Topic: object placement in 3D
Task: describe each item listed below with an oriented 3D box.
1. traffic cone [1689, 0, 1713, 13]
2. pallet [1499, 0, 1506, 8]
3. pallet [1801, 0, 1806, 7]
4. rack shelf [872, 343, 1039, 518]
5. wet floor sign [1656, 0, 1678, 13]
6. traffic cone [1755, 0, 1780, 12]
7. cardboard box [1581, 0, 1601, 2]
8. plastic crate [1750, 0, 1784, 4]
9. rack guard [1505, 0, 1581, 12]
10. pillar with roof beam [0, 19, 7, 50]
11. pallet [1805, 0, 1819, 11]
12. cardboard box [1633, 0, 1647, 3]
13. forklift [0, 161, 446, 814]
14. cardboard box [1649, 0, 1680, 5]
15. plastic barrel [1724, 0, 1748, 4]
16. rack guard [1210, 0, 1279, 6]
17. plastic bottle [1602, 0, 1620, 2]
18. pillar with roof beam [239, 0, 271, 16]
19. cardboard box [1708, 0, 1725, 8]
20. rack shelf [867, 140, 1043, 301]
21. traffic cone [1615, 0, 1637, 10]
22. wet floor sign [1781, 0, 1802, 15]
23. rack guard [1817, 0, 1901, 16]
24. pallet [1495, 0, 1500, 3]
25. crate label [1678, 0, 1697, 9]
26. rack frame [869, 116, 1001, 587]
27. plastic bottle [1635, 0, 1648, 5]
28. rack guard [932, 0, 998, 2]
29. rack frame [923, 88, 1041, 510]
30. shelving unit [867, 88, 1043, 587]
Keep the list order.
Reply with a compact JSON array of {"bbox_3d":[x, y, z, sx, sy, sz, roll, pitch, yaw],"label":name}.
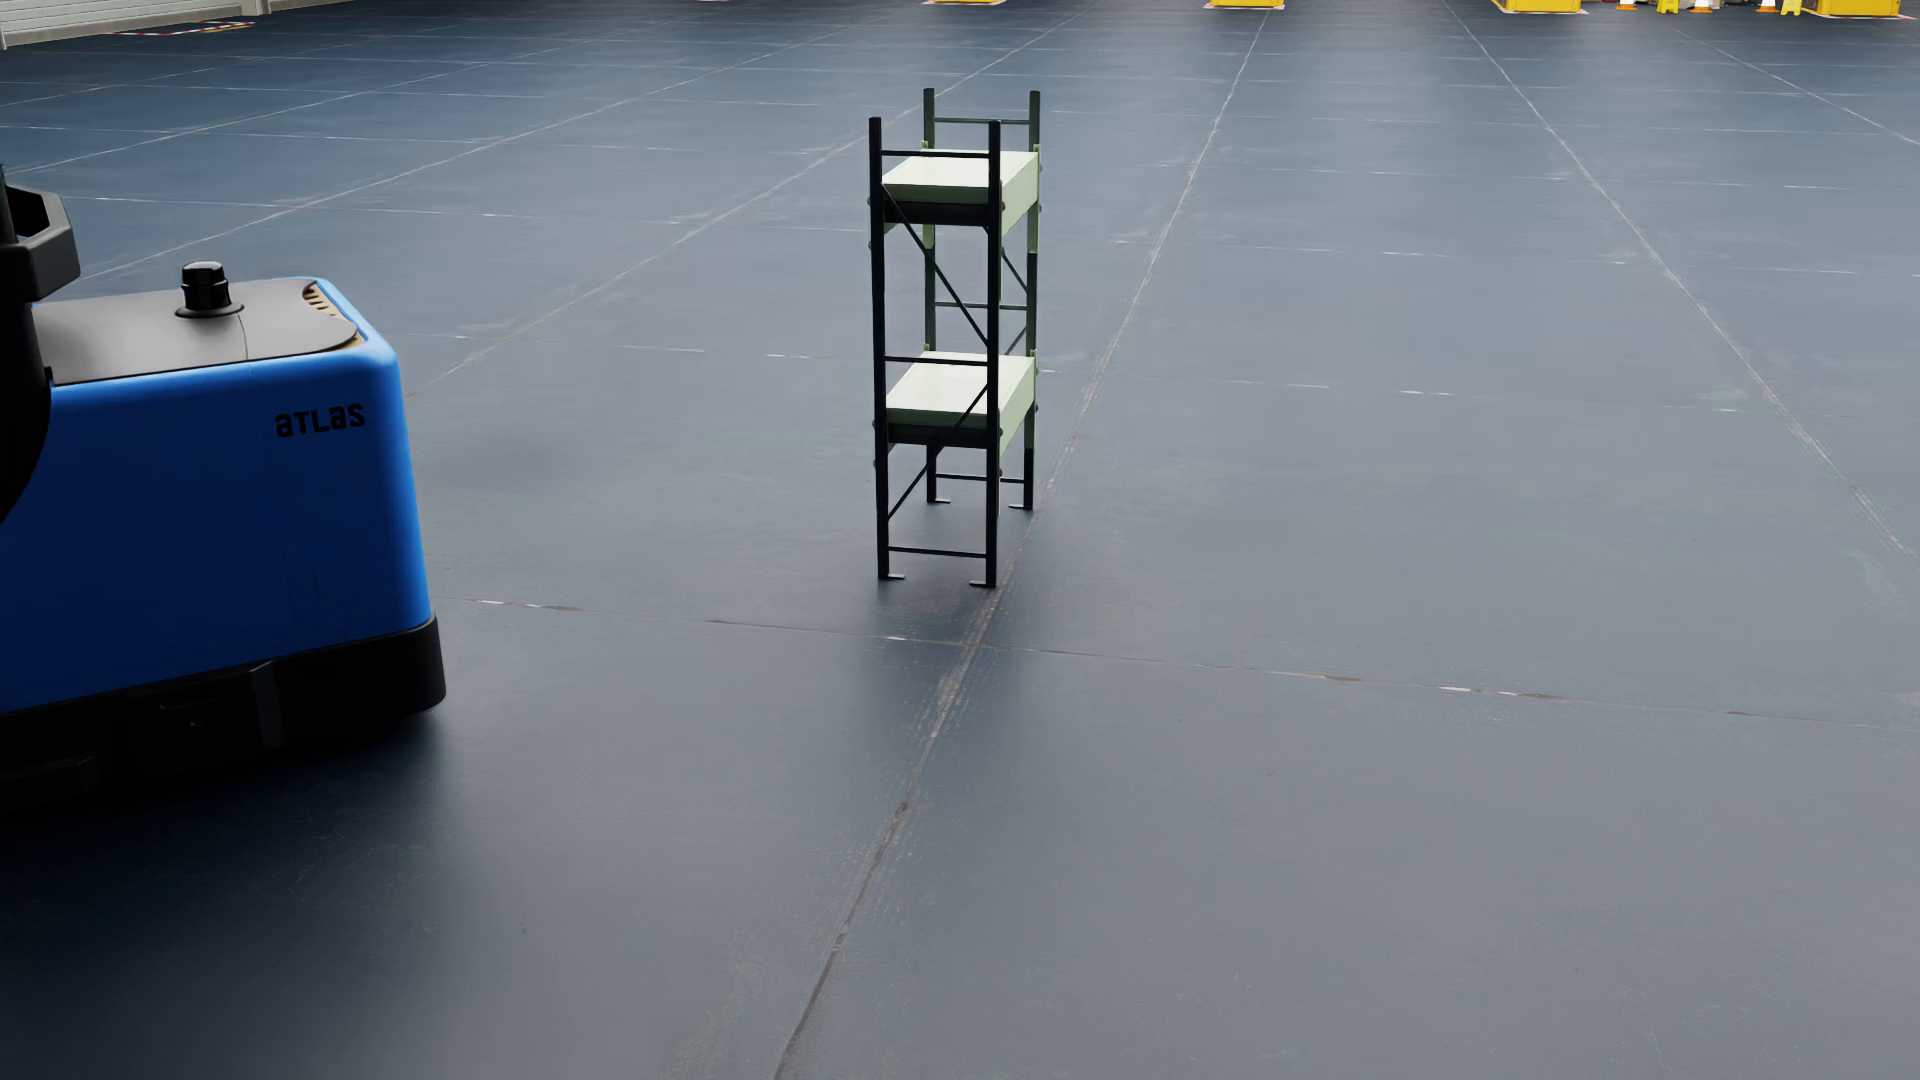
[{"bbox_3d":[12.335,-9.008,27.601,0.336,0.463,0.334,4,22,11],"label":"traffic cone"},{"bbox_3d":[9.886,-9.314,28.698,1.003,0.211,1.213,4,22,11],"label":"pallet"},{"bbox_3d":[15.133,-9.443,29.017,1.003,0.211,1.213,4,22,11],"label":"pallet"},{"bbox_3d":[-0.001,-0.391,5.689,0.431,0.370,0.720,4,22,11],"label":"rack shelf"},{"bbox_3d":[11.732,-9.056,27.475,0.267,0.644,0.232,1,22,2],"label":"wet floor sign"},{"bbox_3d":[13.491,-9.048,27.700,0.336,0.463,0.334,4,22,11],"label":"traffic cone"},{"bbox_3d":[11.303,-9.968,29.931,0.500,0.500,0.500,8,23,20],"label":"cardboard box"},{"bbox_3d":[14.359,-9.566,29.499,0.402,0.080,0.583,-3,22,-8],"label":"plastic crate"},{"bbox_3d":[9.794,-9.141,27.882,1.175,0.500,0.348,4,22,11],"label":"rack guard"},{"bbox_3d":[-8.521,-10.245,19.247,9.100,9.000,0.400,4,22,11],"label":"pillar with roof beam"},{"bbox_3d":[14.882,-8.998,27.912,1.003,0.211,1.213,4,22,11],"label":"pallet"},{"bbox_3d":[12.068,-9.735,29.670,0.396,0.266,0.258,8,23,20],"label":"cardboard box"},{"bbox_3d":[-2.957,-0.735,3.755,3.031,2.935,1.130,-12,25,-27],"label":"forklift"},{"bbox_3d":[12.546,-9.646,29.132,0.797,0.503,0.637,-11,25,-26],"label":"cardboard box"},{"bbox_3d":[13.605,-9.645,29.235,0.421,0.421,0.512,-16,27,-35],"label":"plastic barrel"},{"bbox_3d":[4.980,-9.593,29.003,1.175,0.500,0.348,4,22,11],"label":"rack guard"},{"bbox_3d":[11.641,-9.642,29.713,0.283,0.061,0.133,-3,22,-8],"label":"plastic bottle"},{"bbox_3d":[-7.297,-12.439,24.695,9.100,9.000,0.400,4,22,11],"label":"pillar with roof beam"},{"bbox_3d":[12.956,-9.280,28.696,0.380,0.149,0.250,18,28,38],"label":"cardboard box"},{"bbox_3d":[-0.001,-1.055,5.422,0.431,0.370,0.720,4,22,11],"label":"rack shelf"},{"bbox_3d":[11.298,-9.219,28.124,0.336,0.463,0.334,4,22,11],"label":"traffic cone"},{"bbox_3d":[13.580,-8.889,27.061,0.267,0.644,0.232,13,25,29],"label":"wet floor sign"},{"bbox_3d":[14.681,-8.837,27.127,1.175,0.500,0.348,4,22,11],"label":"rack guard"},{"bbox_3d":[10.137,-9.759,29.803,1.003,0.211,1.213,4,22,11],"label":"pallet"},{"bbox_3d":[12.434,-9.149,28.388,0.250,0.136,0.298,-7,23,-17],"label":"crate label"},{"bbox_3d":[-0.076,-0.559,5.235,0.400,1.500,0.023,4,22,11],"label":"rack frame"},{"bbox_3d":[11.996,-9.475,29.299,0.133,0.061,0.283,-3,22,-8],"label":"plastic bottle"},{"bbox_3d":[0.085,-9.974,29.949,1.175,0.500,0.348,4,22,11],"label":"rack guard"},{"bbox_3d":[0.073,-0.827,5.900,0.400,1.500,0.023,4,22,11],"label":"rack frame"},{"bbox_3d":[-0.001,-0.693,5.567,0.431,1.500,0.755,4,22,11],"label":"shelving unit"}]
